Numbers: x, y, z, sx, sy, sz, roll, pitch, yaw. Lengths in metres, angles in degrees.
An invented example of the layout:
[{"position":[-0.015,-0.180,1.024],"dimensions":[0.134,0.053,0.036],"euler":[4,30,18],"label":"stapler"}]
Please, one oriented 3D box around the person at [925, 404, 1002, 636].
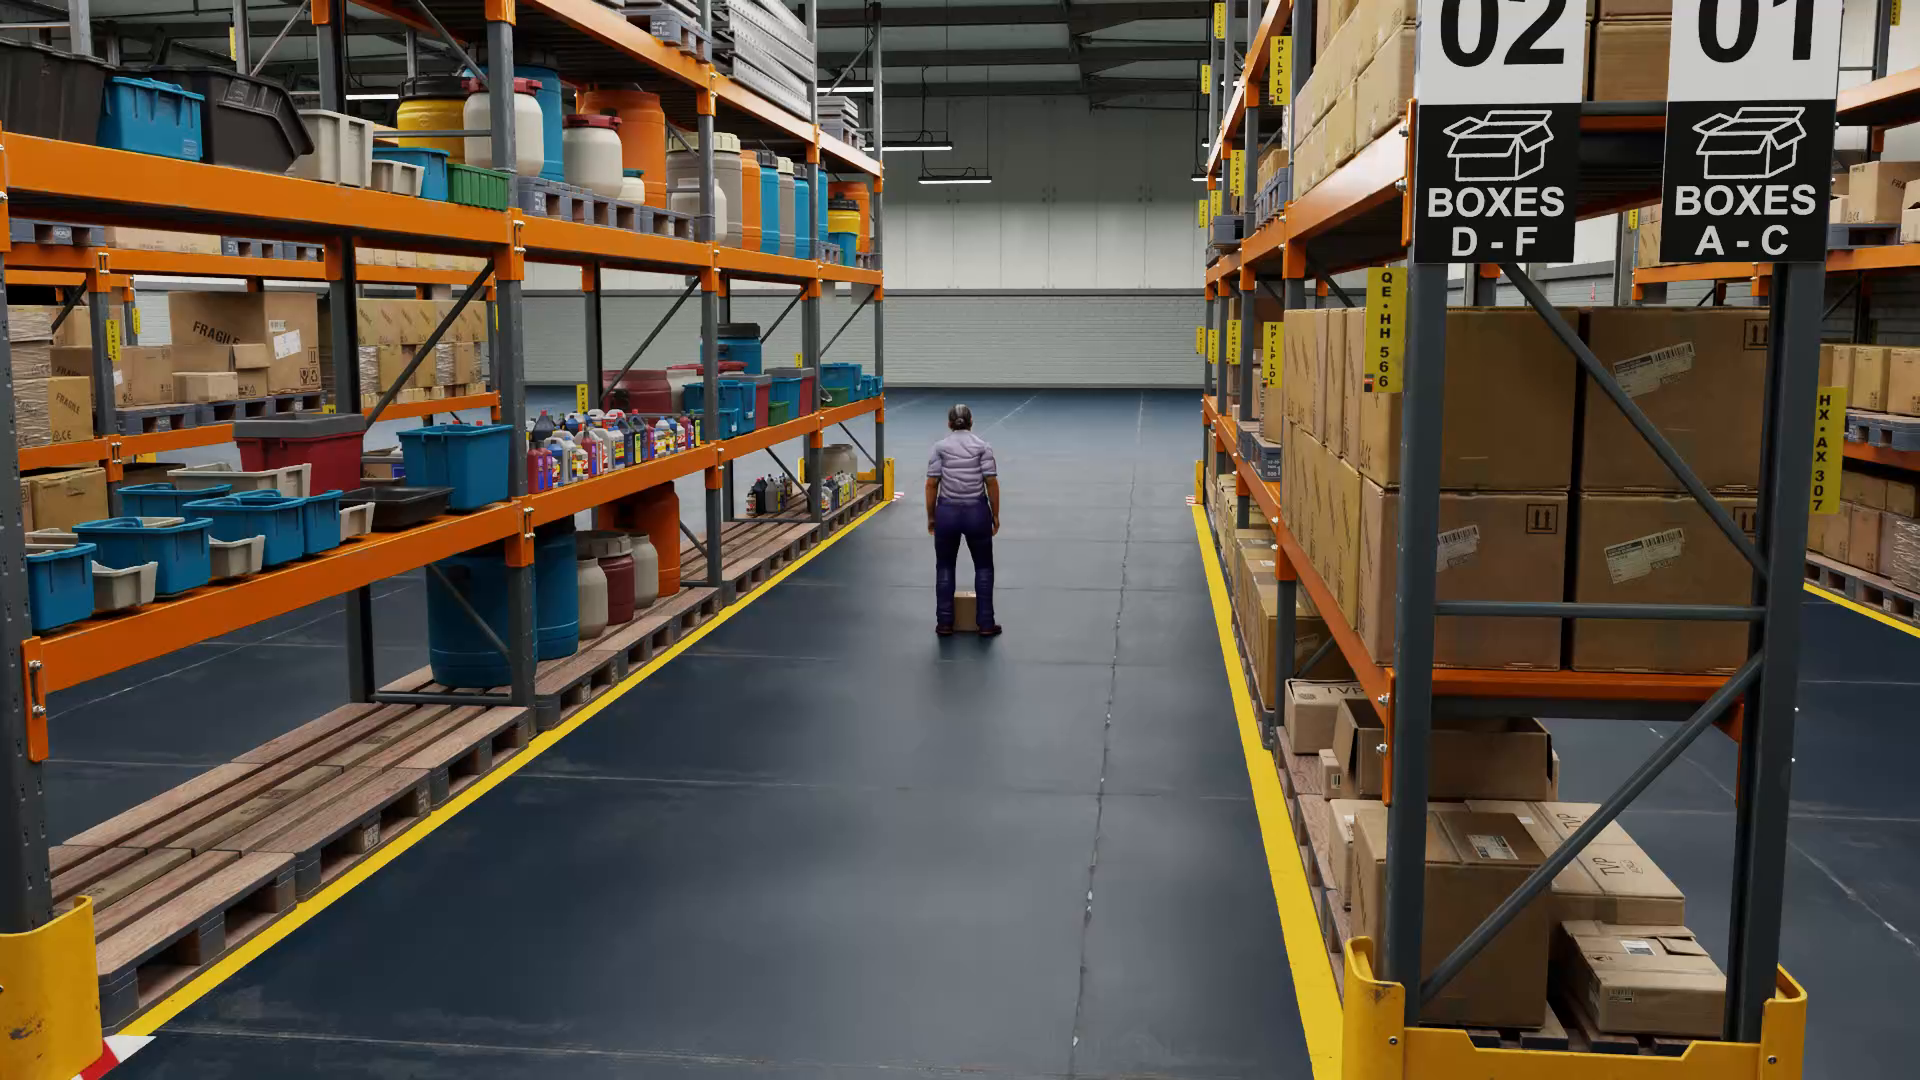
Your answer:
[{"position":[0.027,-0.140,11.869],"dimensions":[0.545,1.650,0.375],"euler":[0,8,3],"label":"person"}]
